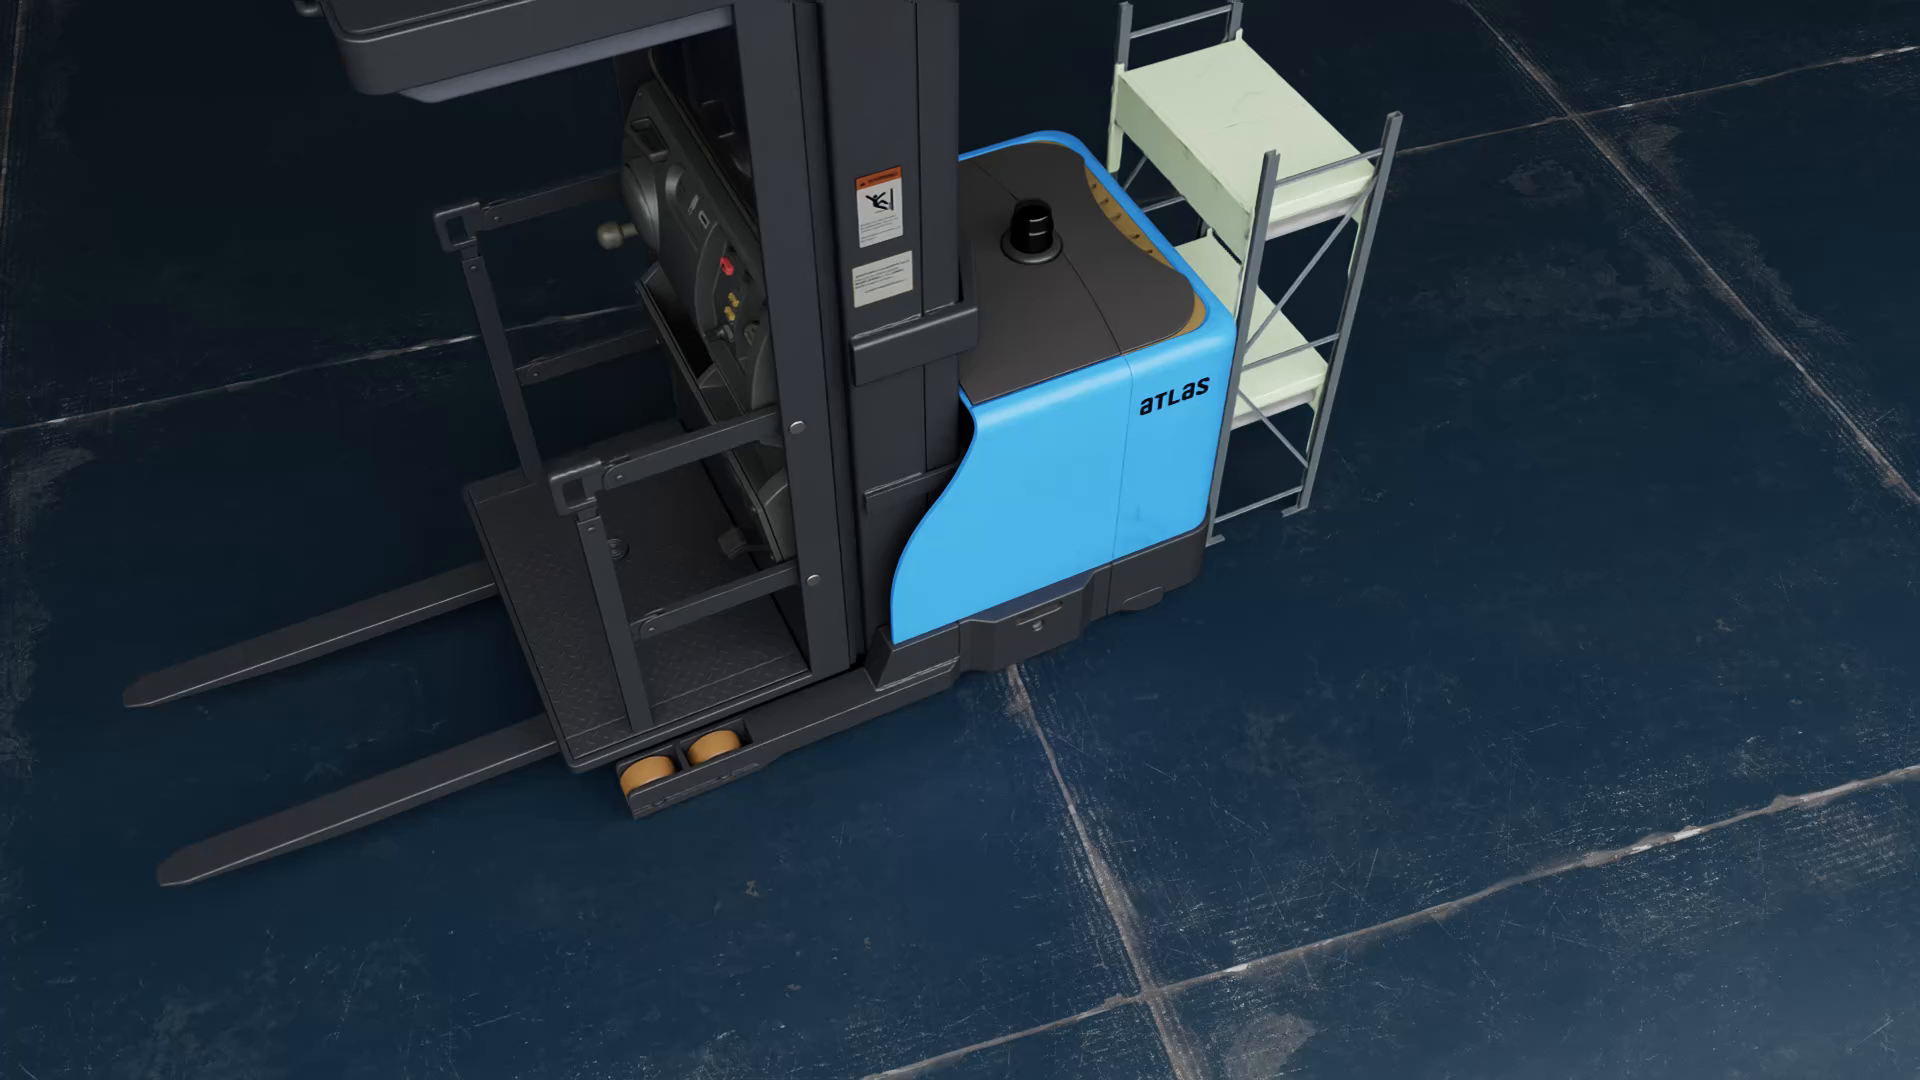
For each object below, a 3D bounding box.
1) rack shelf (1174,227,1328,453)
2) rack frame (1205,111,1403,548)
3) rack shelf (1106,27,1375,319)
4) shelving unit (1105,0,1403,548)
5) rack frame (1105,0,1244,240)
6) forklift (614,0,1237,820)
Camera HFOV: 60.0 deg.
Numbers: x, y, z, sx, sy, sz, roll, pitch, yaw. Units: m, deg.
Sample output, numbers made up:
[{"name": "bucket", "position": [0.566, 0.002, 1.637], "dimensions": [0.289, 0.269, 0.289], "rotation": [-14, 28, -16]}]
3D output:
[{"name": "rack shelf", "position": [0.772, -0.569, 5.175], "dimensions": [0.431, 0.370, 0.720], "rotation": [-20, 53, -16]}, {"name": "rack frame", "position": [0.932, -0.528, 4.713], "dimensions": [0.400, 1.500, 0.023], "rotation": [-20, 53, -16]}, {"name": "rack shelf", "position": [0.773, -1.031, 4.628], "dimensions": [0.431, 0.370, 0.720], "rotation": [-20, 53, -16]}, {"name": "shelving unit", "position": [0.773, -0.780, 4.926], "dimensions": [0.431, 1.500, 0.755], "rotation": [-20, 53, -16]}, {"name": "rack frame", "position": [0.614, -1.032, 5.138], "dimensions": [0.400, 1.500, 0.023], "rotation": [-20, 53, -16]}, {"name": "forklift", "position": [-0.814, -0.655, 3.886], "dimensions": [3.031, 2.935, 1.130], "rotation": [-20, 53, -16]}]
